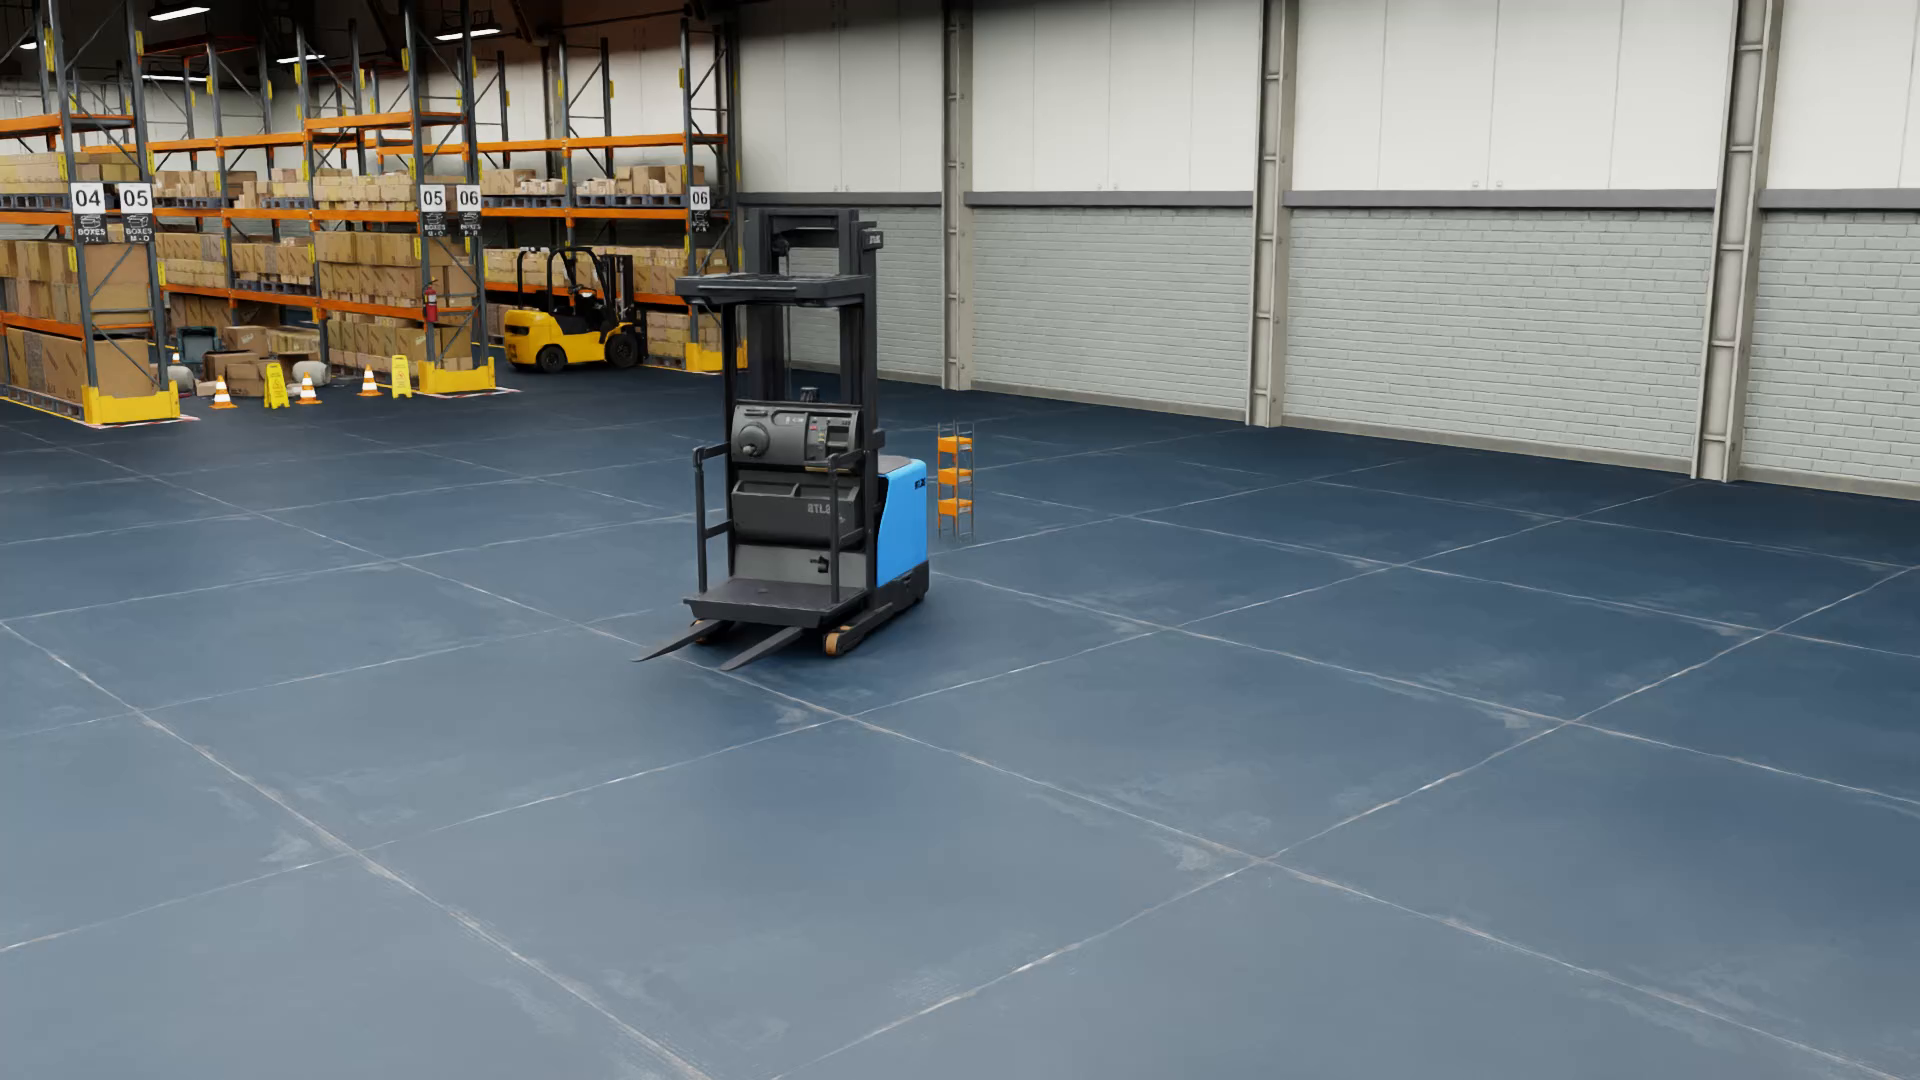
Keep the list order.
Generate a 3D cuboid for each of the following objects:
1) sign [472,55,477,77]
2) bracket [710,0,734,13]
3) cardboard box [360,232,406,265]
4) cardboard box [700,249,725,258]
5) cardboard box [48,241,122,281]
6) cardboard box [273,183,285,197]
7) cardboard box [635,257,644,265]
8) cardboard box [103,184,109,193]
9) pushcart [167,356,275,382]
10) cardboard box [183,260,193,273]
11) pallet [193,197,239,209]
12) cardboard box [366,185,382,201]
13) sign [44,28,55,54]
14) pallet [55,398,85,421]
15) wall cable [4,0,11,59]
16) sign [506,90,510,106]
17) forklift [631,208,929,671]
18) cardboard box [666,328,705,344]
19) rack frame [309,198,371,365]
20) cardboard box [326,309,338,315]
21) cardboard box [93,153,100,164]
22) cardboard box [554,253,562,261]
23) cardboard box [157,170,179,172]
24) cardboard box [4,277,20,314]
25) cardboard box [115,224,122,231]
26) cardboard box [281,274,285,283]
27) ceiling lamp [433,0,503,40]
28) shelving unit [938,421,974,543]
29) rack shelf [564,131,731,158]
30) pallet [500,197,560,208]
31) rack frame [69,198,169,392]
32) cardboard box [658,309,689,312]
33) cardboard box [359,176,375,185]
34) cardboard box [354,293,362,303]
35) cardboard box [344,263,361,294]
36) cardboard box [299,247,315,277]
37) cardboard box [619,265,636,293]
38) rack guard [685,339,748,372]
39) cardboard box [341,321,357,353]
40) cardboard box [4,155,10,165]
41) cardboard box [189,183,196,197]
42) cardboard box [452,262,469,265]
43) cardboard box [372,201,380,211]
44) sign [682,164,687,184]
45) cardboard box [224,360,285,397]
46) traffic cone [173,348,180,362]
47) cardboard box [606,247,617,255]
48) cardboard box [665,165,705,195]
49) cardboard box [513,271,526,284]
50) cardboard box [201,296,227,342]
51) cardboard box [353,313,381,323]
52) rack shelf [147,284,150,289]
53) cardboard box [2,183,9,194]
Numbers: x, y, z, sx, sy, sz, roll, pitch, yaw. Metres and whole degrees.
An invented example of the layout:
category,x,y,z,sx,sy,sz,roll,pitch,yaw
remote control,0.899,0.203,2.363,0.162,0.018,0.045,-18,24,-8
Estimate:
category,x,y,z,sx,sy,sz,roll,pitch,yaw
sign,-7.556,-7.357,25.810,0.100,0.325,0.005,-11,16,-43
bracket,-4.160,-9.358,29.111,0.235,0.232,0.430,-11,16,-43
cardboard box,-9.230,-4.711,26.879,0.700,0.500,0.500,-11,16,-43
cardboard box,-4.438,-5.131,29.788,0.380,0.149,0.250,-11,16,-44
cardboard box,-12.422,-3.973,23.712,0.875,0.550,0.550,-11,16,-43
cardboard box,-11.916,-6.246,29.694,0.500,0.250,0.500,-11,16,-42
cardboard box,-5.707,-5.101,30.384,0.380,0.149,0.250,-11,16,-42
cardboard box,-11.640,-4.875,23.041,0.380,0.149,0.250,-11,16,-42
pushcart,-12.325,-2.822,27.672,0.936,0.377,1.648,6,13,26
cardboard box,-15.075,-5.443,33.031,0.500,0.250,0.500,11,16,43
pallet,-13.956,-6.478,31.955,1.213,0.211,1.003,-10,15,-40
cardboard box,-9.205,-5.574,26.735,0.500,0.250,0.500,-10,16,-41
sign,-11.861,-6.504,21.667,0.100,0.325,0.005,-11,16,-43
pallet,-12.067,-1.883,23.526,1.003,0.211,1.213,-11,16,-43
wall cable,-23.886,-12.997,39.342,2.355,3.000,0.029,-11,16,-43
sign,-9.487,-9.258,34.840,0.100,0.325,0.005,-11,16,-43
forklift,-1.208,-0.745,11.263,1.130,2.935,3.031,4,12,19
cardboard box,-4.923,-3.671,29.829,0.500,0.250,0.500,-11,16,-43
rack frame,-10.711,-4.431,28.985,1.000,3.000,0.127,-11,16,-43
cardboard box,-15.056,-5.755,40.557,0.637,0.503,0.797,11,16,43
cardboard box,-11.808,-5.301,23.132,0.380,0.149,0.250,-11,16,-43
cardboard box,-7.711,-5.544,32.531,0.380,0.149,0.250,-11,16,-43
cardboard box,-16.490,-7.486,34.845,0.500,0.500,0.500,-11,16,-42
cardboard box,-13.958,-3.748,25.296,0.875,0.550,0.550,-11,16,-43
cardboard box,-17.912,-6.716,35.743,0.250,0.149,0.380,11,16,44
cardboard box,-11.960,-4.701,29.878,0.380,0.149,0.250,-11,16,-43
ceiling lamp,-8.617,-10.594,29.566,0.800,3.185,2.000,-11,16,-43
shelving unit,-0.037,-0.522,14.843,0.215,1.050,0.252,-11,16,-43
rack shelf,-5.742,-7.221,30.435,1.077,0.370,4.000,-11,16,-43
pallet,-8.578,-6.834,33.684,1.003,0.211,1.213,-10,15,-40
rack frame,-11.459,-3.143,22.731,1.000,3.000,0.127,-11,16,-43
cardboard box,-5.241,-4.131,30.827,0.500,0.250,0.500,-11,16,-43
cardboard box,-9.479,-5.811,26.897,0.380,0.149,0.250,-10,16,-41
cardboard box,-9.848,-4.029,27.657,0.380,0.149,0.250,-11,16,-42
cardboard box,-9.908,-4.377,27.740,0.500,0.500,0.500,-11,16,-43
cardboard box,-11.196,-4.867,29.074,0.500,0.500,0.500,-11,16,-44
cardboard box,-5.951,-4.847,30.757,0.500,0.500,0.500,-11,16,-42
rack guard,-4.344,-3.312,29.746,1.175,0.500,0.348,-11,16,-43
cardboard box,-10.120,-3.457,28.172,0.500,0.500,0.500,-10,15,-40
cardboard box,-13.510,-5.469,23.946,0.380,0.149,0.250,-11,16,-42
cardboard box,-14.677,-6.776,32.225,0.258,0.266,0.396,11,16,44
cardboard box,-10.617,-5.832,35.367,0.380,0.149,0.250,-11,16,-42
cardboard box,-9.261,-5.397,26.863,0.250,0.149,0.380,11,16,44
sign,-4.763,-6.330,28.770,0.100,0.325,0.005,-11,16,-43
cardboard box,-10.992,-2.528,25.935,0.637,0.503,0.797,1,12,6
traffic cone,-13.503,-3.077,28.701,0.336,0.463,0.334,-11,16,-43
cardboard box,-6.387,-5.400,31.096,0.380,0.149,0.250,-11,16,-43
cardboard box,-4.843,-6.343,29.294,0.500,0.500,0.500,-10,15,-41
cardboard box,-8.694,-5.310,33.625,0.500,0.250,0.500,-10,15,-41
cardboard box,-14.503,-4.423,33.170,0.875,0.875,0.875,-11,16,-42
cardboard box,-9.911,-3.711,27.797,0.380,0.149,0.250,-10,15,-39
rack shelf,-17.616,-5.538,36.141,1.077,0.370,4.000,-11,16,-43
cardboard box,-13.691,-5.116,24.210,0.380,0.149,0.250,-11,16,-43
